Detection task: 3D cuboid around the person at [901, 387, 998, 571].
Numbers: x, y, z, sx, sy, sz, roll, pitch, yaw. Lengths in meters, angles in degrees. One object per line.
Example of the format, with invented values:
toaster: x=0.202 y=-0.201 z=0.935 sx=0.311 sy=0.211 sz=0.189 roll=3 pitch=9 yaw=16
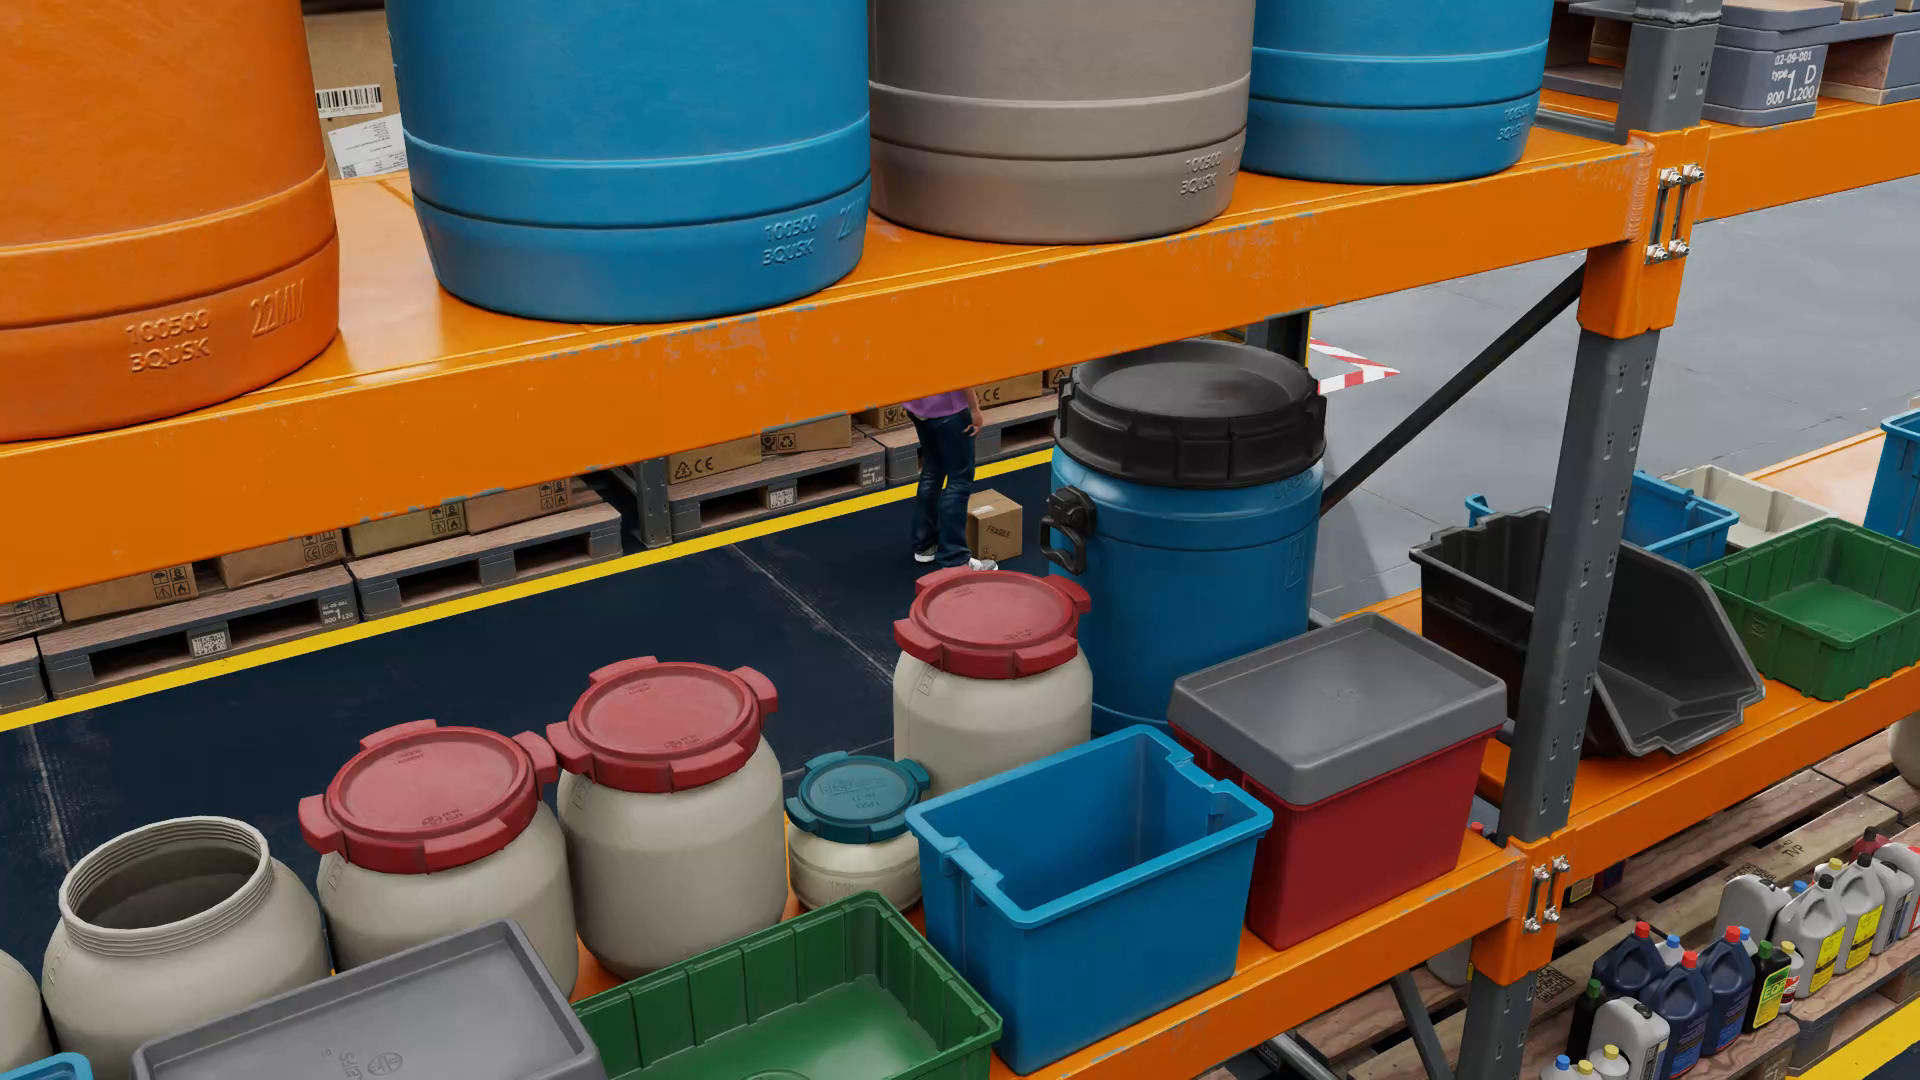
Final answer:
person: x=-0.078 y=-0.608 z=7.396 sx=0.341 sy=1.594 sz=0.485 roll=-17 pitch=30 yaw=-32
